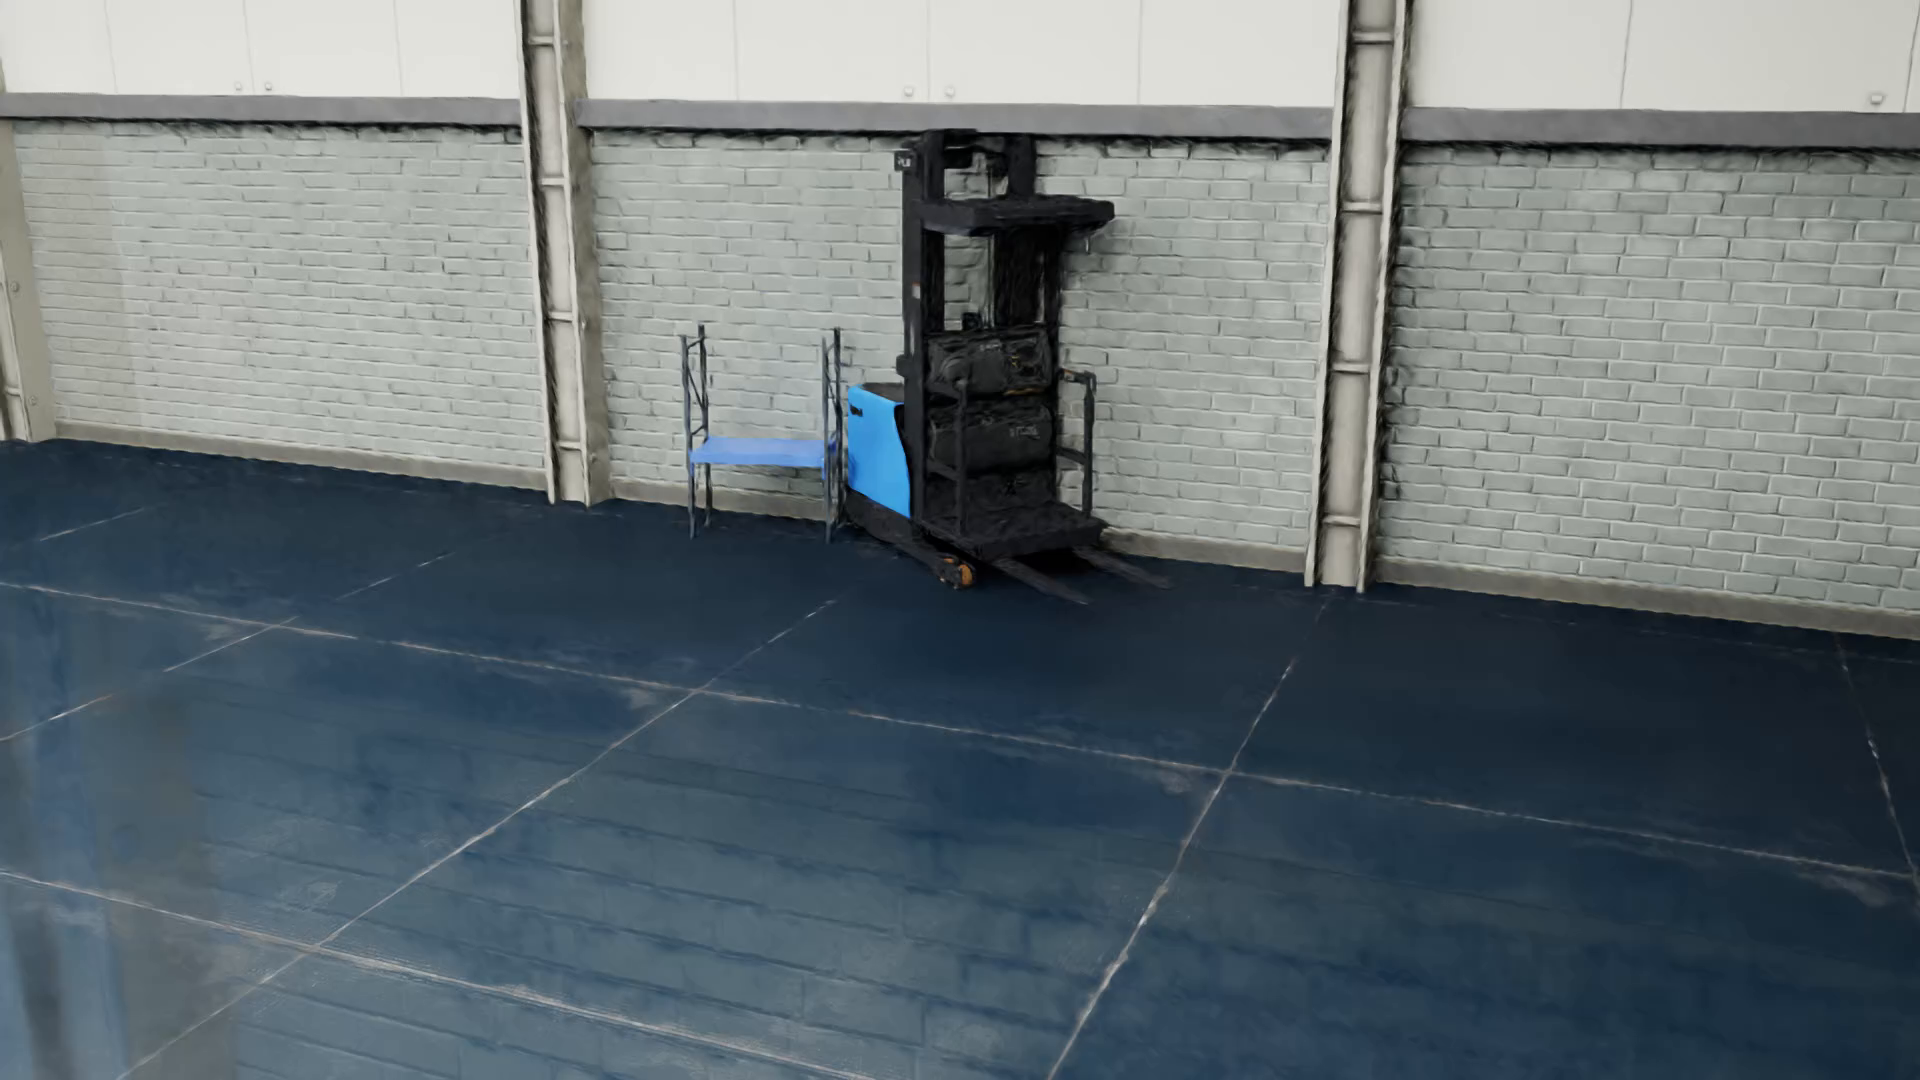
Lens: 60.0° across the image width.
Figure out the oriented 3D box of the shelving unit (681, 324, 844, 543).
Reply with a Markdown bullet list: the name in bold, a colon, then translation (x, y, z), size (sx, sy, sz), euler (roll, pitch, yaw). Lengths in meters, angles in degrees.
- **shelving unit**: translation (-1.430, -0.784, 12.183), size (1.048, 1.500, 0.538), euler (2, 16, 7)

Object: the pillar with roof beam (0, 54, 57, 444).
- **pillar with roof beam**: translation (-10.198, -4.147, 10.316), size (0.400, 9.000, 9.100), euler (6, 17, 21)

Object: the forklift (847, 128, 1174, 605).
- **forklift**: translation (0.311, -1.221, 11.124), size (1.130, 2.935, 3.031), euler (-9, 18, -28)

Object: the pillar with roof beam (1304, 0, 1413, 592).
- **pillar with roof beam**: translation (0.965, -2.919, 6.088), size (0.400, 9.000, 9.100), euler (6, 17, 21)

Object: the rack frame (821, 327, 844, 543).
- **rack frame**: translation (-0.926, -0.765, 12.119), size (0.032, 1.500, 0.500), euler (2, 16, 7)

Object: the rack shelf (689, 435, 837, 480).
- **rack shelf**: translation (-1.430, -0.611, 12.233), size (1.000, 0.185, 0.538), euler (2, 16, 7)

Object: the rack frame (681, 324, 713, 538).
- **rack frame**: translation (-1.934, -0.802, 12.247), size (0.032, 1.500, 0.500), euler (2, 16, 7)

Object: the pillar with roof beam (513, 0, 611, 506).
- **pillar with roof beam**: translation (-4.617, -3.533, 8.202), size (0.400, 9.000, 9.100), euler (6, 17, 21)
